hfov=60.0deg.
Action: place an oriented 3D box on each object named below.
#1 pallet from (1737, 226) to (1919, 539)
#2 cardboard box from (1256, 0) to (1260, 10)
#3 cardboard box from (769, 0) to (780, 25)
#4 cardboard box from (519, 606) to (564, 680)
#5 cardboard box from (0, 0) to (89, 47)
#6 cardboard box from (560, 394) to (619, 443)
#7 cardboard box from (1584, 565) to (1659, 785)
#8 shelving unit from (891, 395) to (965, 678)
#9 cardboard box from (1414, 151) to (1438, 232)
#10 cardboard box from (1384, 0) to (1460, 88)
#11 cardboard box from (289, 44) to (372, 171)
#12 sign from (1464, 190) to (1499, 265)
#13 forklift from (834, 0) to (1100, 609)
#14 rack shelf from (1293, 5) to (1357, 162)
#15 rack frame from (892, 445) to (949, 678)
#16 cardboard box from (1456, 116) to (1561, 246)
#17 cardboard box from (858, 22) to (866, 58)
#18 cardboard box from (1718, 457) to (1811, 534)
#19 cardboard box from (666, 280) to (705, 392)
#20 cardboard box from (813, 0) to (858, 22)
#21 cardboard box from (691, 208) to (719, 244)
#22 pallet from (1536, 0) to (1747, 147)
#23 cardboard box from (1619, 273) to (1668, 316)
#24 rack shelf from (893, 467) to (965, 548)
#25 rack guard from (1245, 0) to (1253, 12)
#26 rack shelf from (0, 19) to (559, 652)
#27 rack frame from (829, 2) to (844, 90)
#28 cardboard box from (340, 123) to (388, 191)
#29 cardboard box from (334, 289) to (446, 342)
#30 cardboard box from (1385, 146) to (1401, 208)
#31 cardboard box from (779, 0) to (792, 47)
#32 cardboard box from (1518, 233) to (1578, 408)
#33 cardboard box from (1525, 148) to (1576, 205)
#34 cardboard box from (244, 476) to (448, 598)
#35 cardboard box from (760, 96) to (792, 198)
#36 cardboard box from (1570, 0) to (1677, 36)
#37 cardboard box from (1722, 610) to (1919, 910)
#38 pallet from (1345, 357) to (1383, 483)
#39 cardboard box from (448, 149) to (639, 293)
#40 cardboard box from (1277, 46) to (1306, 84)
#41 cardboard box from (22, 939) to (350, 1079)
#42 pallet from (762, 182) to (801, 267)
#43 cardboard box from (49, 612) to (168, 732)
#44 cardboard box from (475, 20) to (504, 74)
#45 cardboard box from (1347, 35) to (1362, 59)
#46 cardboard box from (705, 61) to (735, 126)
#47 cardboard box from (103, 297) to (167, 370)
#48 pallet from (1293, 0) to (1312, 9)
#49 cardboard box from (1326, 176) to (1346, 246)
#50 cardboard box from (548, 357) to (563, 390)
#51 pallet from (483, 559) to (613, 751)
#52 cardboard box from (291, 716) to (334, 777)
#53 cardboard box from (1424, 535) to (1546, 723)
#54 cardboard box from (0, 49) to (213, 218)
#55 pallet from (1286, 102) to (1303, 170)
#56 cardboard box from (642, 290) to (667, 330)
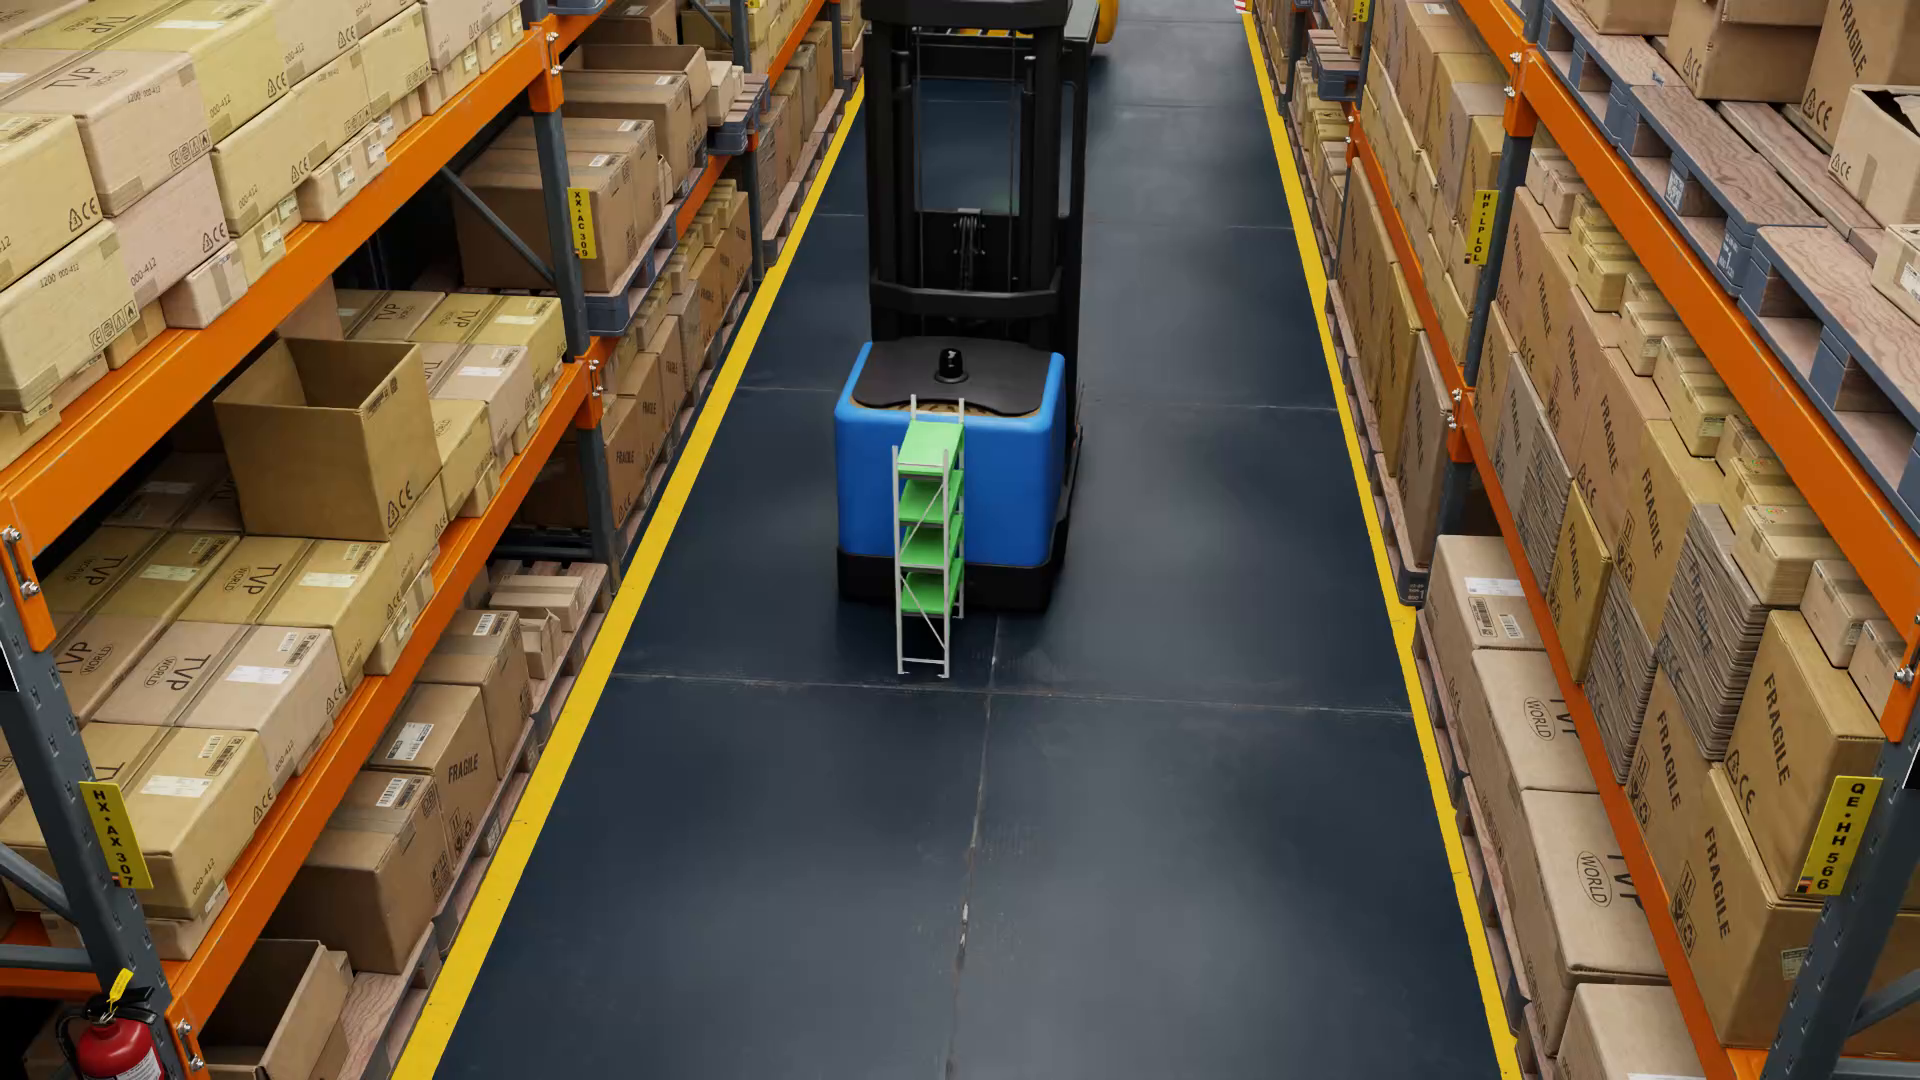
[{"bbox_3d":[2.461,-0.372,3.719,1.003,0.211,1.213,2,32,4],"label":"pallet"},{"bbox_3d":[3.372,-5.709,17.375,0.500,0.250,0.500,2,32,4],"label":"cardboard box"},{"bbox_3d":[-1.564,-3.770,11.674,0.500,0.250,0.500,3,32,6],"label":"cardboard box"},{"bbox_3d":[-1.993,0.430,7.399,0.396,0.266,0.258,4,32,6],"label":"cardboard box"},{"bbox_3d":[-2.704,-1.293,4.513,0.500,0.250,0.500,3,32,4],"label":"cardboard box"},{"bbox_3d":[-1.916,-0.613,8.249,0.380,0.149,0.250,4,32,6],"label":"cardboard box"},{"bbox_3d":[2.274,0.419,5.116,0.500,0.500,0.500,3,32,5],"label":"cardboard box"},{"bbox_3d":[-0.136,-0.008,7.620,0.258,1.200,0.503,4,32,7],"label":"shelving unit"},{"bbox_3d":[2.600,-1.758,8.411,0.500,0.250,0.500,3,32,5],"label":"cardboard box"},{"bbox_3d":[2.748,-2.888,9.529,0.500,0.500,0.500,3,32,4],"label":"cardboard box"},{"bbox_3d":[-2.134,-1.319,5.032,0.500,0.250,0.500,2,32,3],"label":"cardboard box"},{"bbox_3d":[2.195,-1.313,6.993,0.100,0.325,0.005,2,32,4],"label":"sign"},{"bbox_3d":[0.112,-1.667,8.661,1.130,2.935,3.031,4,32,7],"label":"forklift"},{"bbox_3d":[3.225,-3.667,12.527,1.077,0.370,4.000,2,32,4],"label":"rack shelf"},{"bbox_3d":[-0.170,0.119,7.414,0.240,1.200,0.015,4,32,7],"label":"rack frame"},{"bbox_3d":[2.523,-1.548,7.355,0.500,0.500,0.500,3,32,6],"label":"cardboard box"},{"bbox_3d":[-1.164,-4.742,15.806,0.500,0.250,0.500,2,32,3],"label":"cardboard box"},{"bbox_3d":[2.236,-0.087,4.365,0.380,0.149,0.250,3,32,5],"label":"cardboard box"},{"bbox_3d":[-1.820,-1.214,9.843,0.500,0.500,0.500,1,32,2],"label":"cardboard box"},{"bbox_3d":[-1.207,-4.902,15.113,0.500,0.250,0.500,2,32,3],"label":"cardboard box"},{"bbox_3d":[-1.730,-1.979,10.466,0.380,0.149,0.250,1,32,2],"label":"cardboard box"},{"bbox_3d":[2.660,-1.647,5.790,1.003,0.211,1.213,2,32,4],"label":"pallet"},{"bbox_3d":[2.398,-0.756,5.451,0.380,0.149,0.250,2,32,4],"label":"cardboard box"},{"bbox_3d":[-0.136,-0.158,7.527,0.258,0.148,0.480,4,32,7],"label":"rack shelf"},{"bbox_3d":[3.707,-6.007,18.020,1.175,0.500,0.348,2,32,4],"label":"rack guard"},{"bbox_3d":[-2.374,-0.971,5.292,1.077,0.370,4.000,2,32,4],"label":"rack shelf"},{"bbox_3d":[-1.560,-5.229,14.376,1.000,3.000,0.127,2,32,4],"label":"rack frame"},{"bbox_3d":[-2.042,-1.209,5.233,0.380,0.149,0.250,3,32,5],"label":"cardboard box"},{"bbox_3d":[-2.520,-0.861,7.148,0.500,0.250,0.500,2,32,3],"label":"cardboard box"},{"bbox_3d":[2.699,-2.075,9.401,0.500,0.250,0.500,3,32,6],"label":"cardboard box"},{"bbox_3d":[-1.525,-3.827,12.245,0.500,0.250,0.500,1,32,2],"label":"cardboard box"},{"bbox_3d":[2.409,-0.801,6.143,0.500,0.500,0.500,2,32,3],"label":"cardboard box"},{"bbox_3d":[2.452,-1.426,6.538,0.380,0.149,0.250,2,32,3],"label":"cardboard box"},{"bbox_3d":[-2.132,-0.040,5.815,0.500,0.250,0.500,2,32,3],"label":"cardboard box"},{"bbox_3d":[-1.775,-2.973,12.578,0.875,0.625,0.625,3,32,6],"label":"cardboard box"},{"bbox_3d":[2.479,-2.078,5.813,0.500,0.500,0.500,3,32,5],"label":"cardboard box"},{"bbox_3d":[2.213,0.526,3.990,0.500,0.500,0.500,3,32,6],"label":"cardboard box"},{"bbox_3d":[2.821,-0.695,9.676,1.003,0.211,1.213,2,32,4],"label":"pallet"},{"bbox_3d":[-1.949,-1.510,7.846,0.700,0.500,0.500,3,32,5],"label":"cardboard box"},{"bbox_3d":[3.168,-4.348,15.166,0.500,0.250,0.500,4,32,6],"label":"cardboard box"},{"bbox_3d":[-2.392,1.614,5.251,0.797,0.503,0.637,1,32,2],"label":"cardboard box"},{"bbox_3d":[-1.779,-2.379,12.409,1.003,0.211,1.213,2,32,4],"label":"pallet"},{"bbox_3d":[-2.720,0.462,5.001,0.500,0.250,0.500,3,32,4],"label":"cardboard box"},{"bbox_3d":[-1.969,-1.887,6.334,0.380,0.149,0.250,2,32,4],"label":"cardboard box"},{"bbox_3d":[2.804,-3.324,11.124,0.380,0.149,0.250,3,32,5],"label":"cardboard box"},{"bbox_3d":[-1.648,-2.687,9.993,0.500,0.250,0.500,1,32,2],"label":"cardboard box"},{"bbox_3d":[-2.246,-0.552,4.168,0.380,0.149,0.250,3,32,4],"label":"cardboard box"},{"bbox_3d":[3.181,-4.544,13.447,1.003,0.211,1.213,2,32,4],"label":"pallet"},{"bbox_3d":[3.118,-2.282,11.699,0.950,0.372,0.625,0,32,1],"label":"cardboard box"},{"bbox_3d":[-1.985,-0.761,7.366,0.380,0.149,0.250,3,32,5],"label":"cardboard box"},{"bbox_3d":[-2.268,0.501,7.737,1.003,0.211,1.213,2,32,4],"label":"pallet"},{"bbox_3d":[-2.193,0.589,5.174,0.380,0.149,0.250,3,32,6],"label":"cardboard box"},{"bbox_3d":[2.579,0.400,7.284,0.875,0.438,0.875,2,32,3],"label":"cardboard box"},{"bbox_3d":[-2.190,-0.993,4.026,0.500,0.250,0.500,2,32,4],"label":"cardboard box"},{"bbox_3d":[3.326,-3.425,14.106,1.003,0.211,1.213,2,32,4],"label":"pallet"},{"bbox_3d":[-1.873,-1.298,9.361,0.380,0.149,0.250,4,32,6],"label":"cardboard box"}]
